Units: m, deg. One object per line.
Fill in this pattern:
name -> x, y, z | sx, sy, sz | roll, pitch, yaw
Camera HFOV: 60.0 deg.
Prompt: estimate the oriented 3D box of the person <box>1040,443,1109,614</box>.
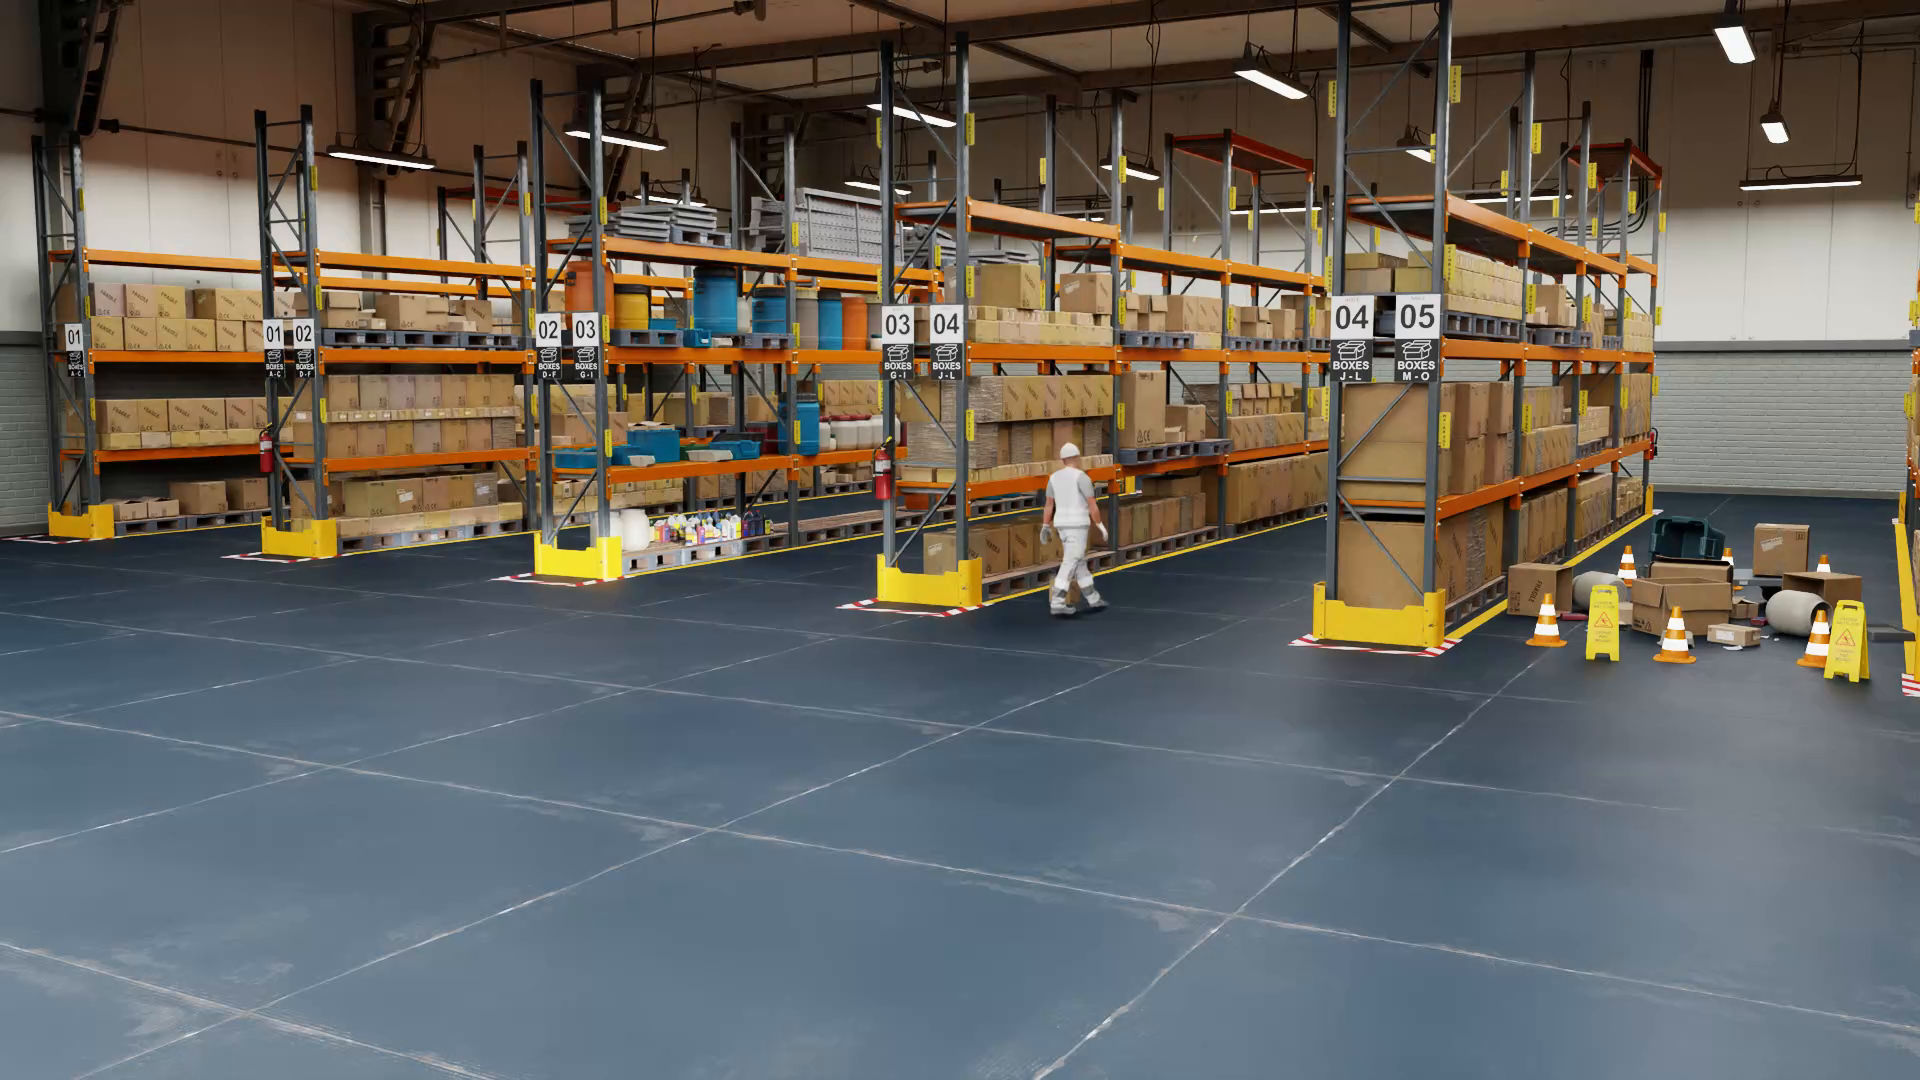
person -> 1.224, -0.128, 17.201 | 0.923, 1.750, 0.643 | -5, 8, -42
